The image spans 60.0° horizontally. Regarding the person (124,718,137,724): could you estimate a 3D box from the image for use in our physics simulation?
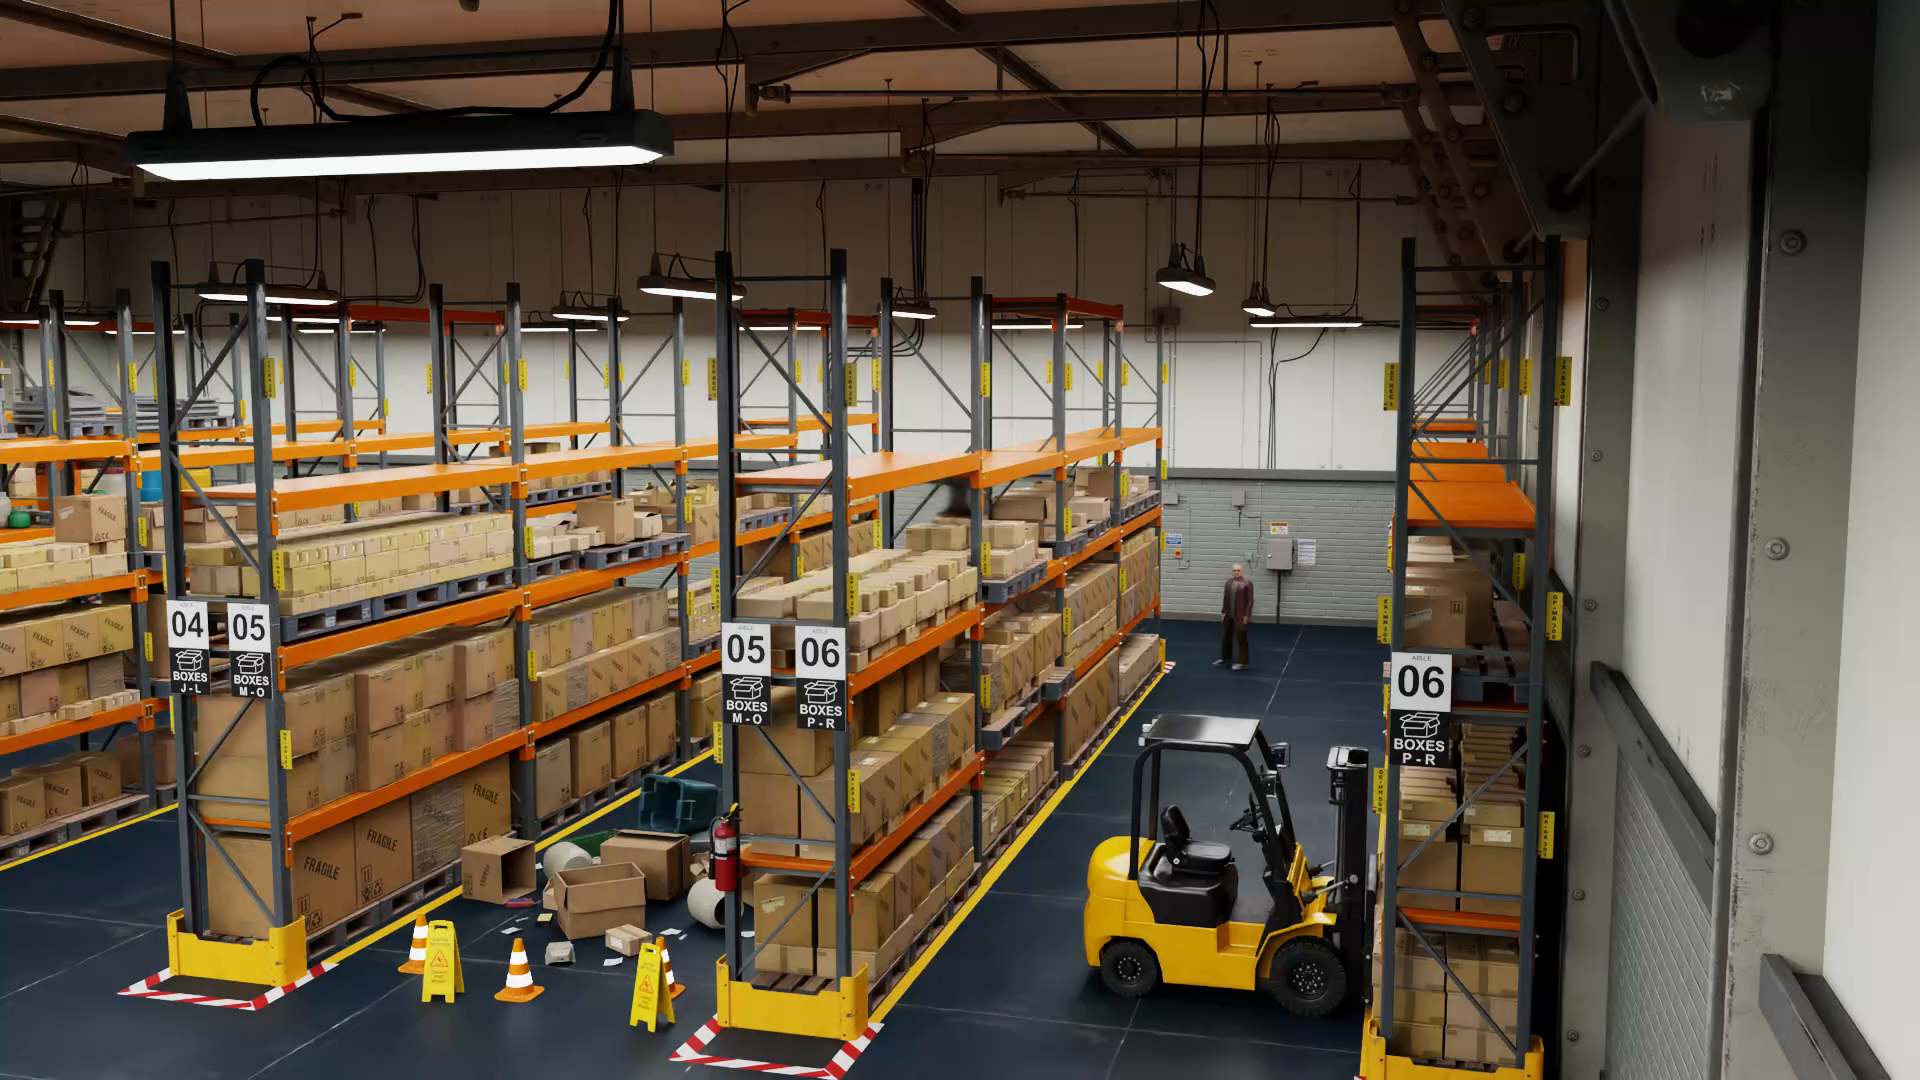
[{"bbox_3d":[-12.039,1.752,23.980,0.599,1.806,0.570,-1,6,-13],"label":"person"}]

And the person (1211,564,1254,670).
[{"bbox_3d":[4.651,1.301,28.298,0.392,1.808,0.749,-4,7,-30],"label":"person"}]
